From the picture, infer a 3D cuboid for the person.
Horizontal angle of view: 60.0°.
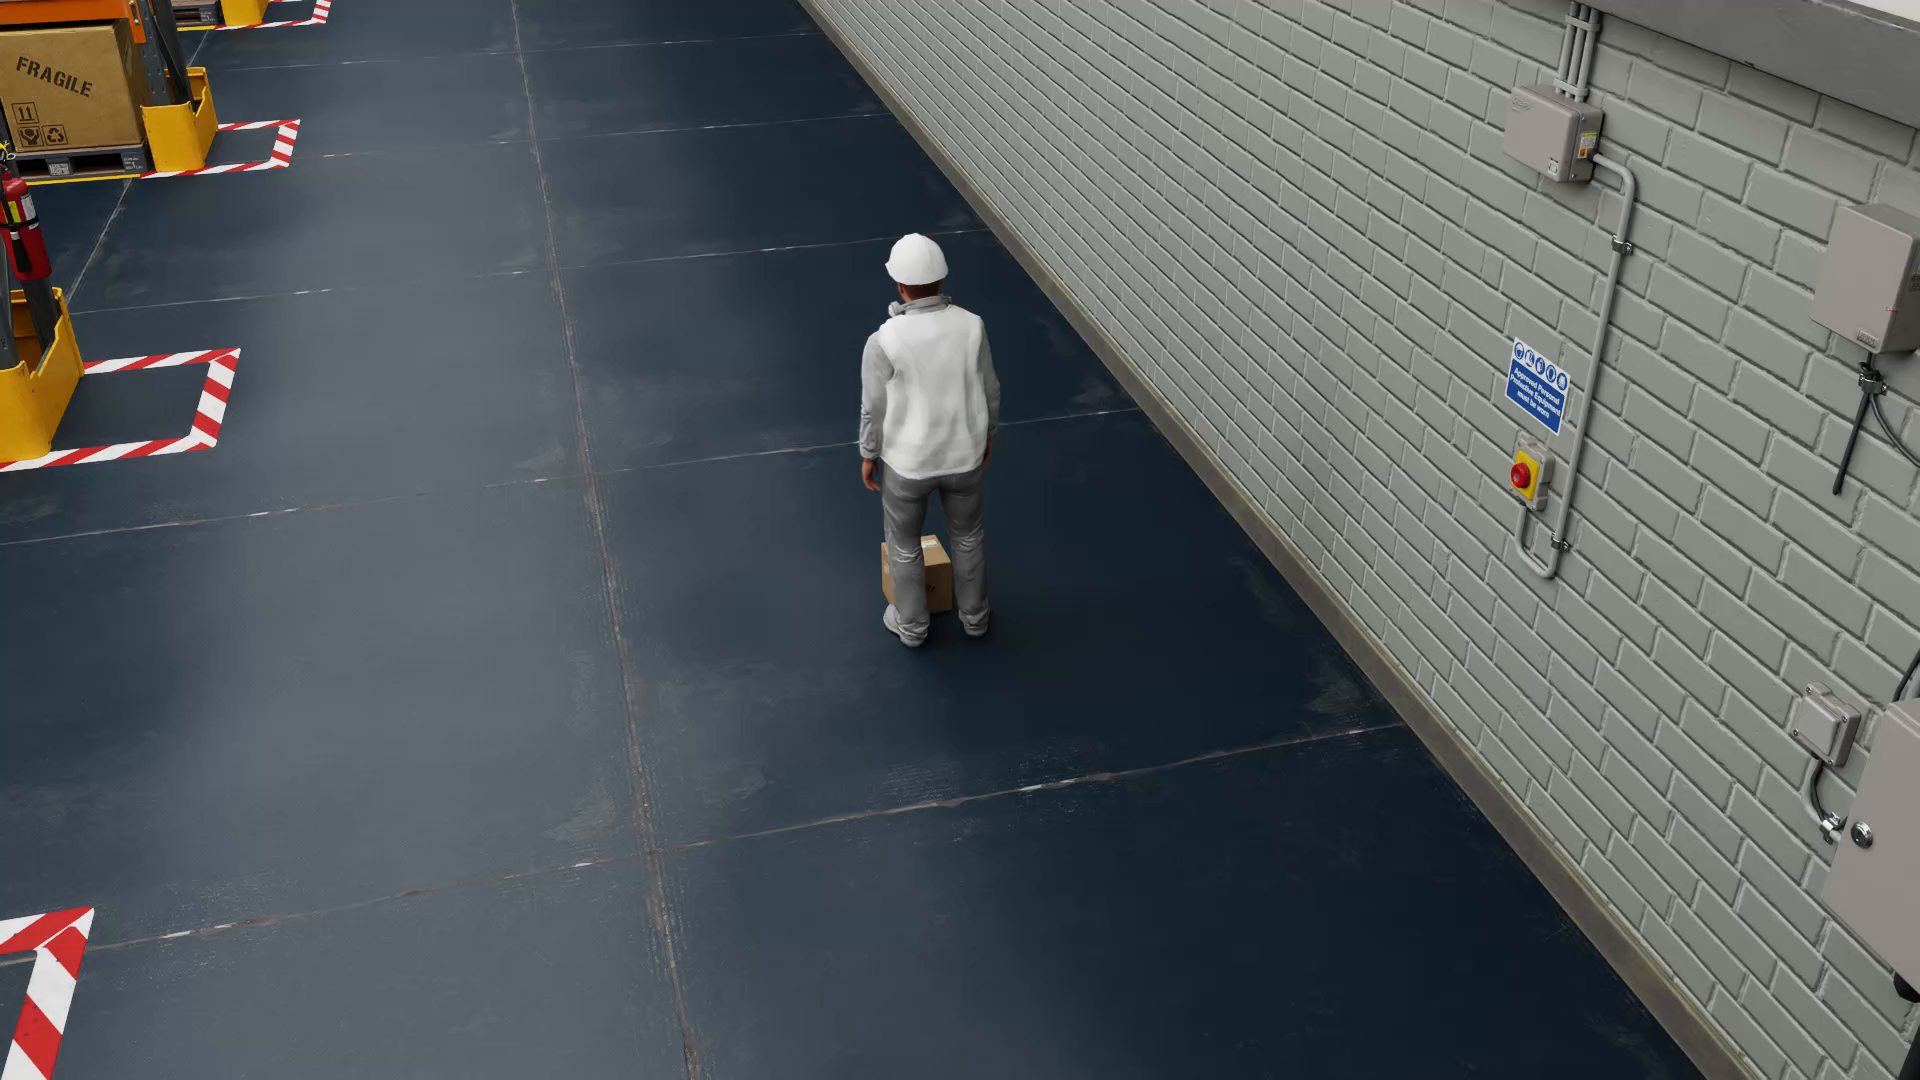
[{"bbox_3d":[-0.123,-0.370,6.746,0.594,1.769,0.462,-10,31,-16],"label":"person"}]
